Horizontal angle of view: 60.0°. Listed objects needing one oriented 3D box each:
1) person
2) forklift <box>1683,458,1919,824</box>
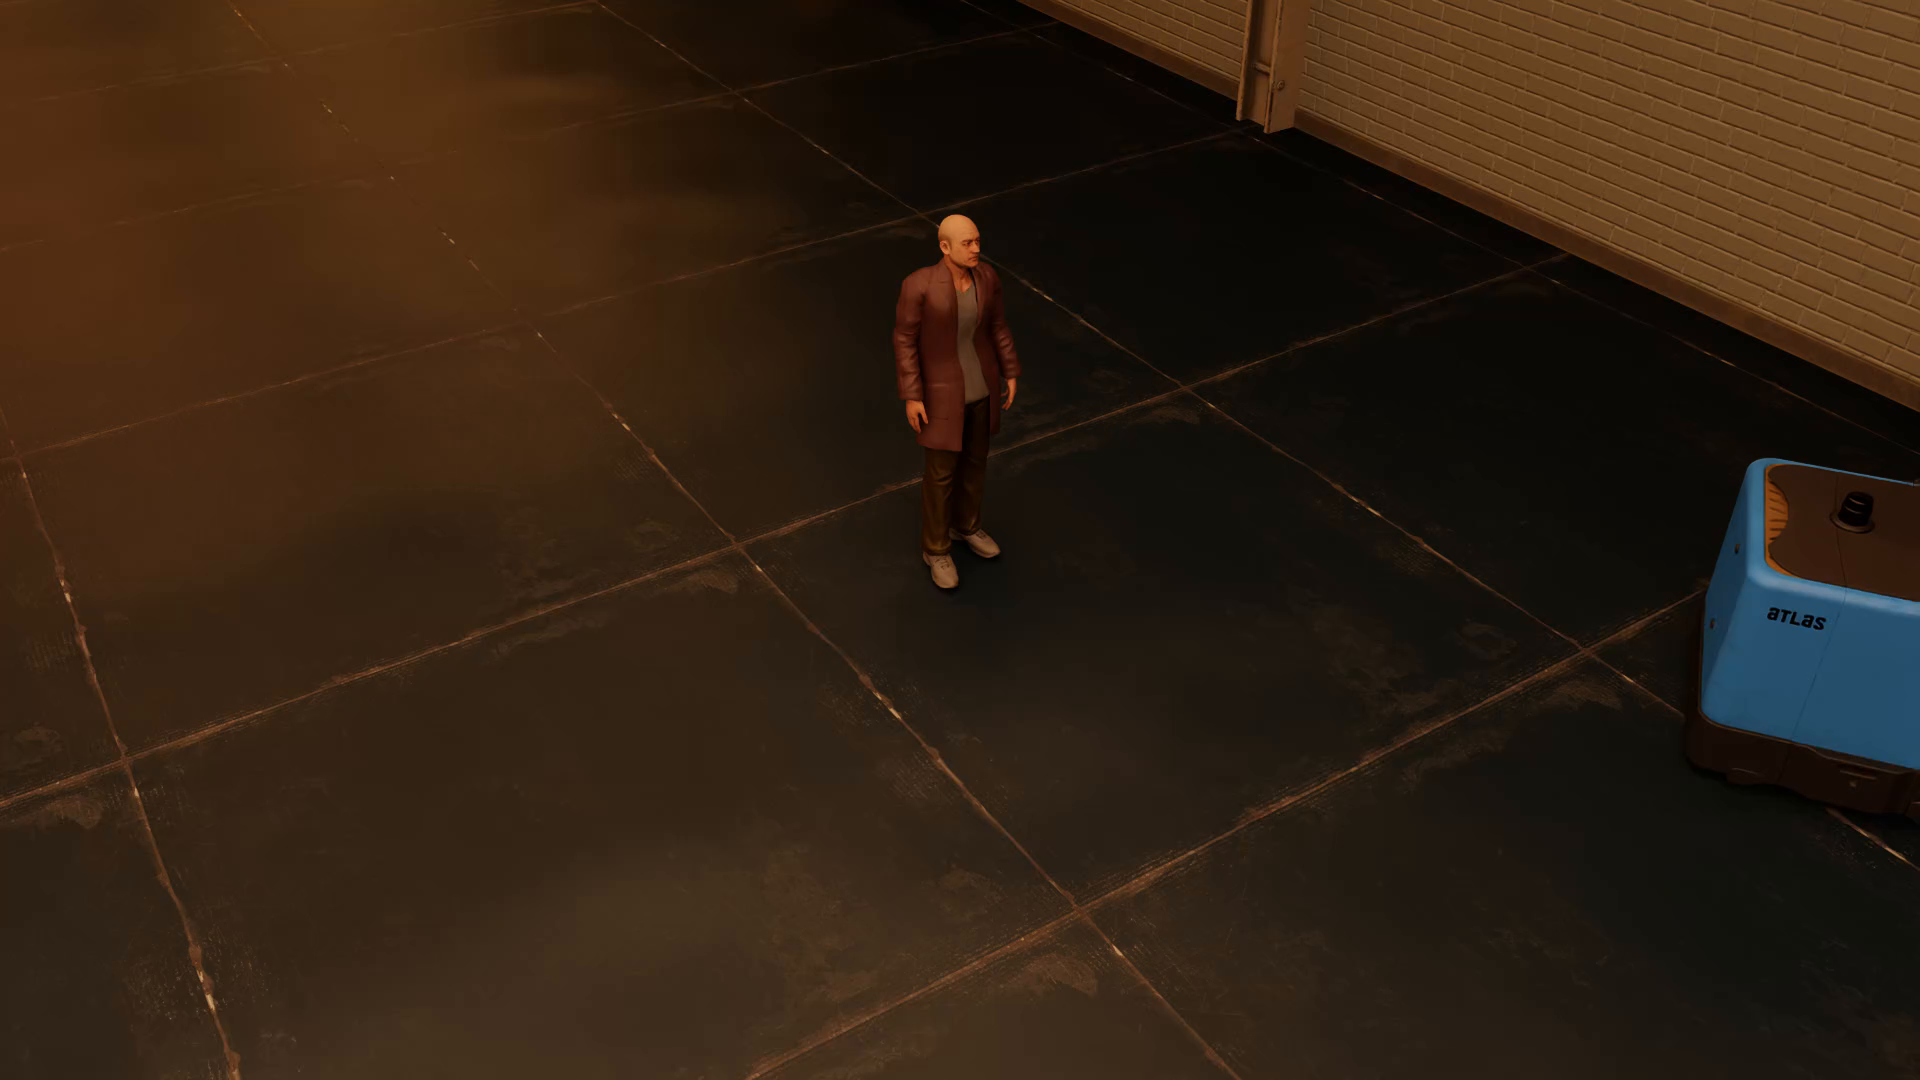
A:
[{"bbox_3d":[0.047,-0.688,8.117,0.696,1.778,0.579,-21,40,-27],"label":"person"},{"bbox_3d":[4.729,-0.135,6.340,3.031,2.935,1.130,13,37,17],"label":"forklift"}]
